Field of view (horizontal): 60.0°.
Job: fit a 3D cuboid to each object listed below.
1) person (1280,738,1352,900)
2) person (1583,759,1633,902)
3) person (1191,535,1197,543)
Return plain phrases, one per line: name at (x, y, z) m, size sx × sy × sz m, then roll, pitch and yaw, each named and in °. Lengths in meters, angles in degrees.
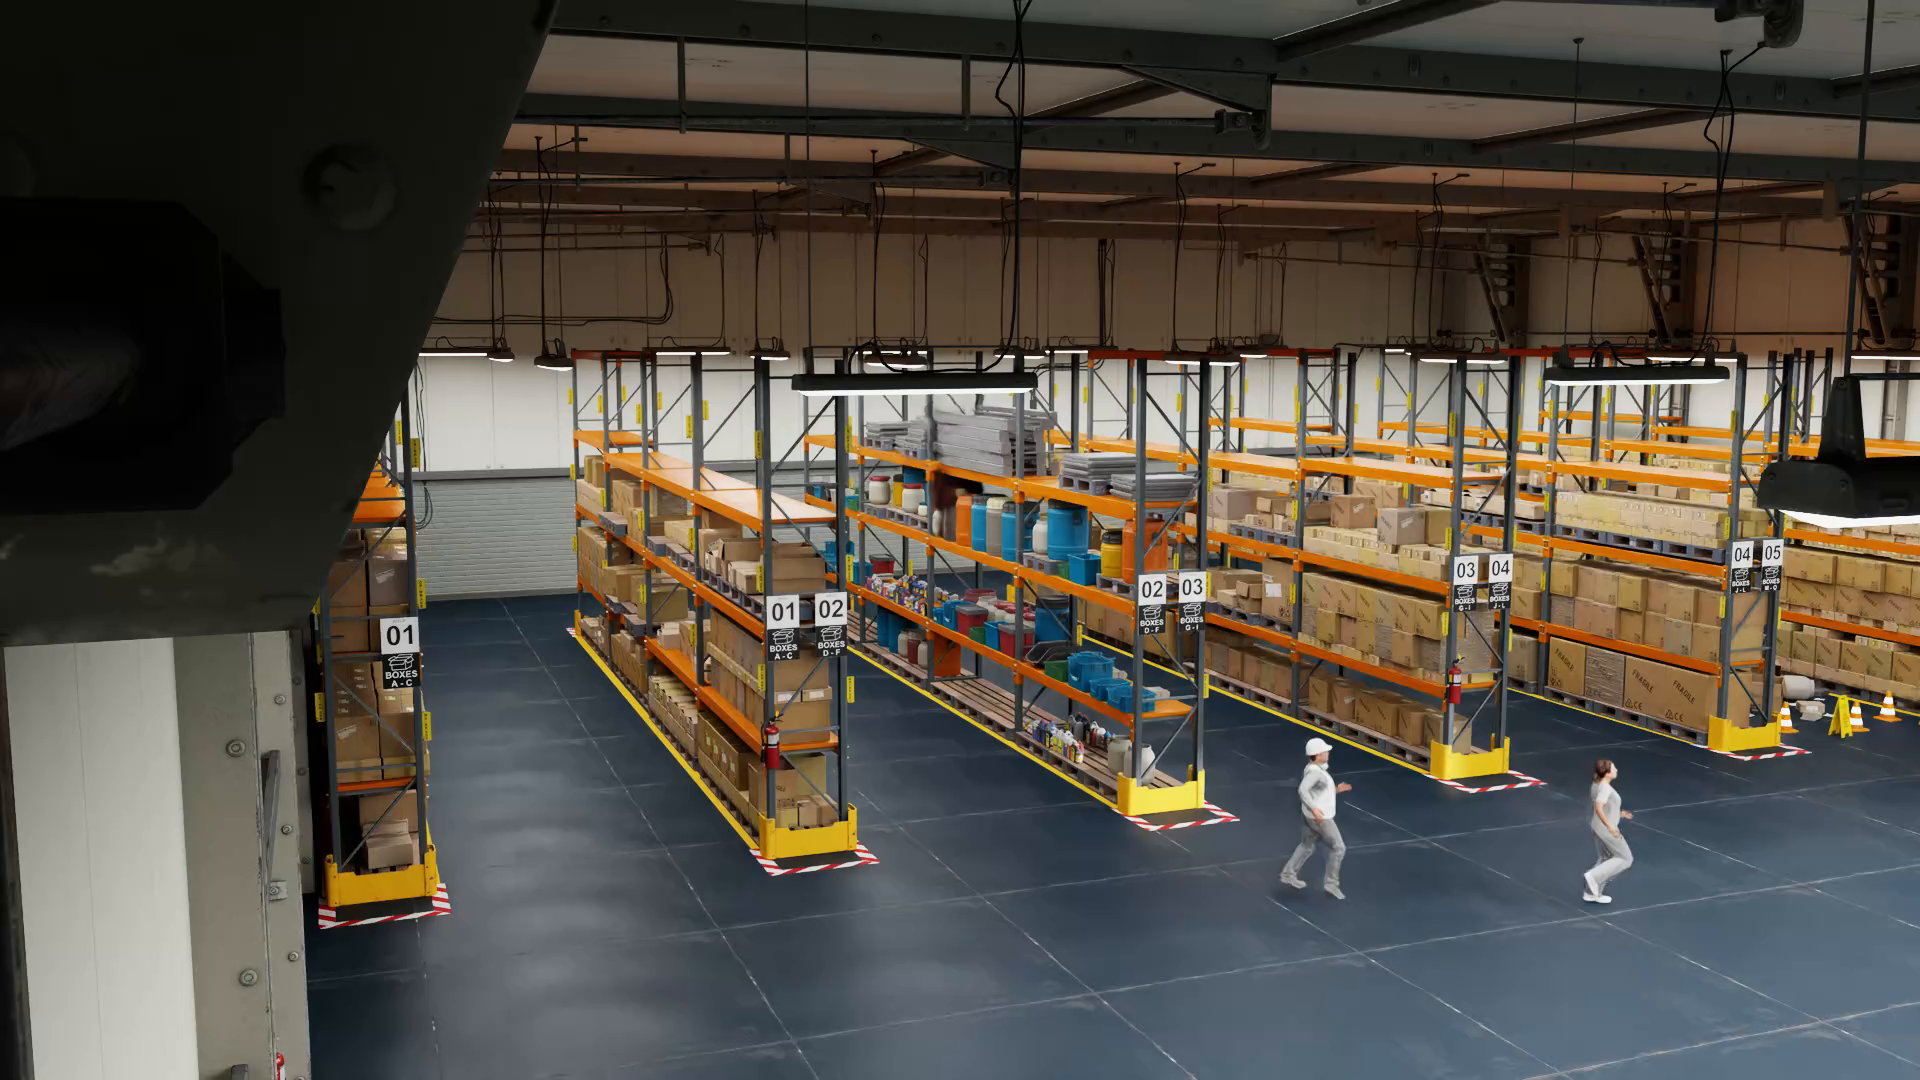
person at (4.019, 3.136, 18.712) m, size 0.774 × 1.838 × 0.630 m, roll 0°, pitch 7°, yaw 0°
person at (7.212, 3.234, 18.488) m, size 0.553 × 1.630 × 0.557 m, roll 0°, pitch 7°, yaw 2°
person at (5.938, 0.382, 41.077) m, size 0.711 × 1.781 × 0.693 m, roll -5°, pitch 9°, yaw -35°
